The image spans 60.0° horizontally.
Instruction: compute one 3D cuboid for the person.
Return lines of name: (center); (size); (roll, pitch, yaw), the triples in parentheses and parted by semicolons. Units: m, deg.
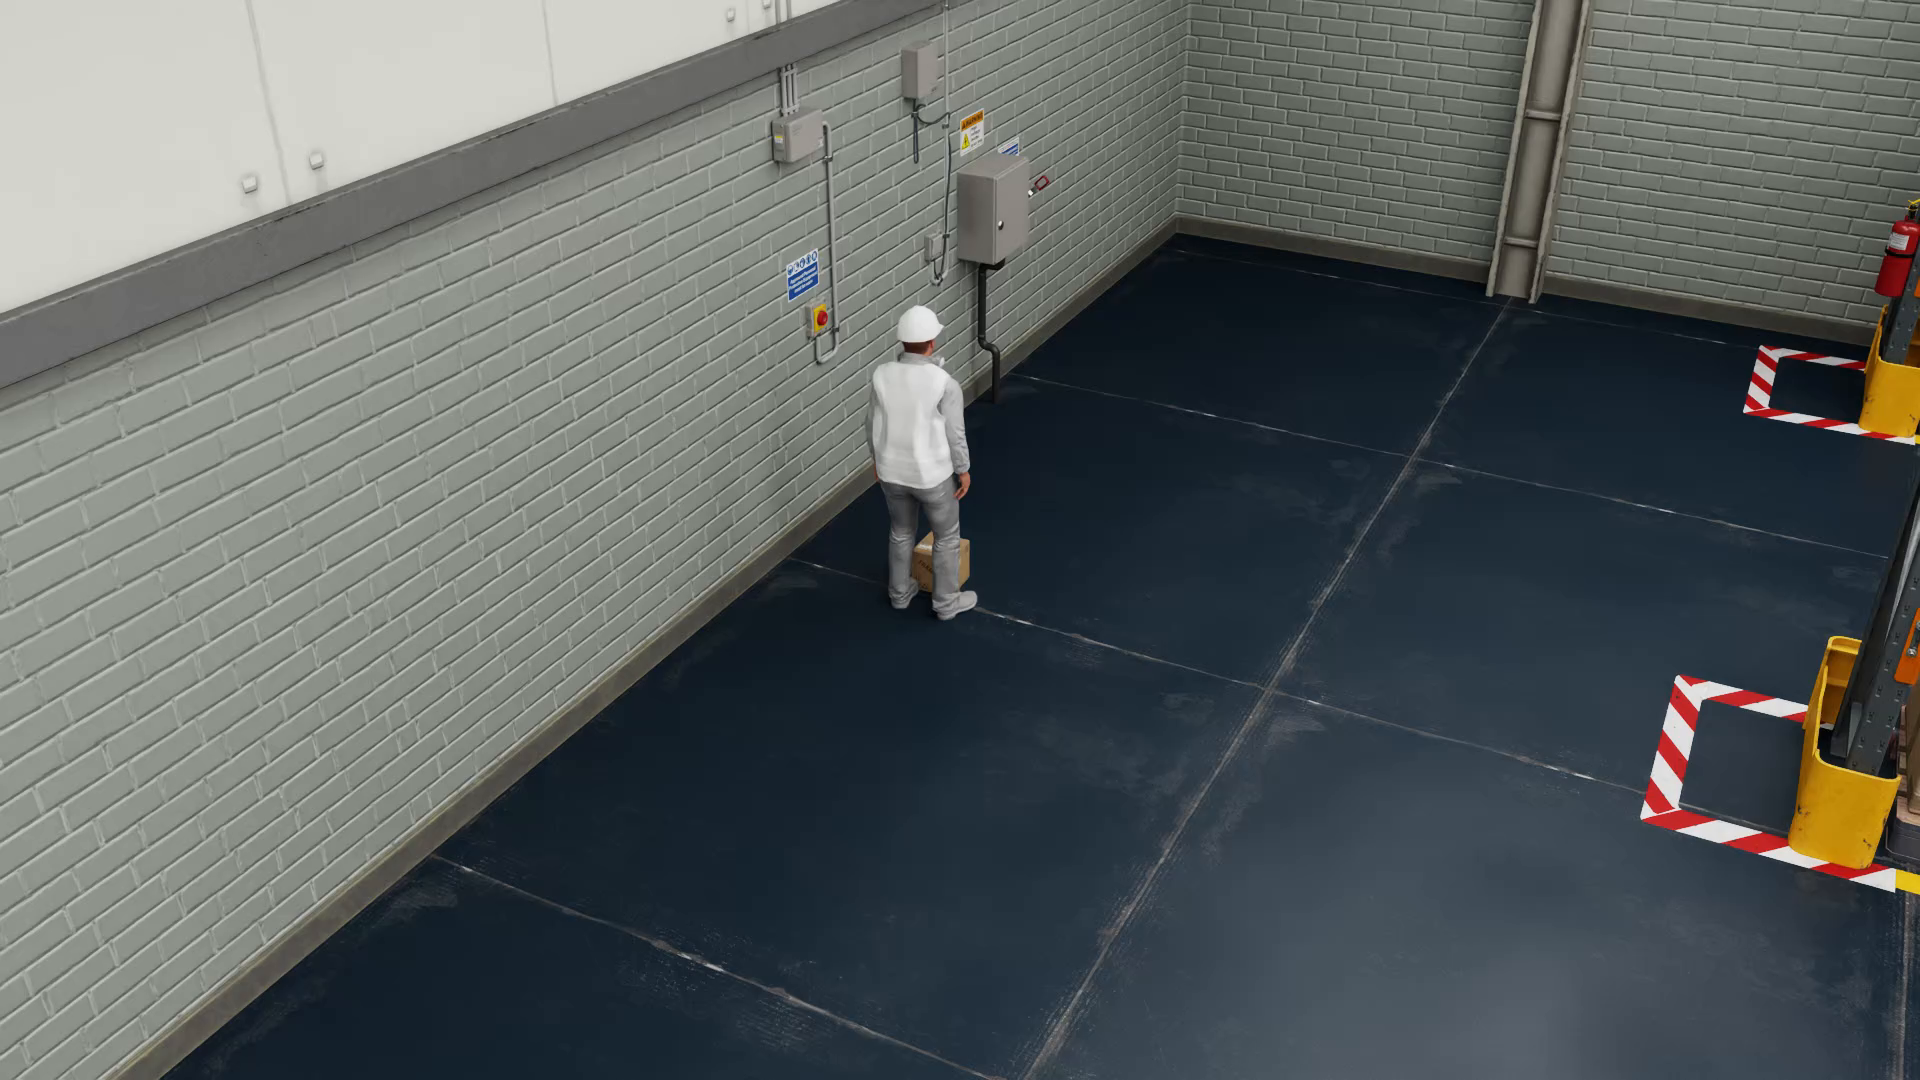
person: (-0.220, -0.400, 8.967); (0.587, 1.767, 0.463); (12, 32, 21)
